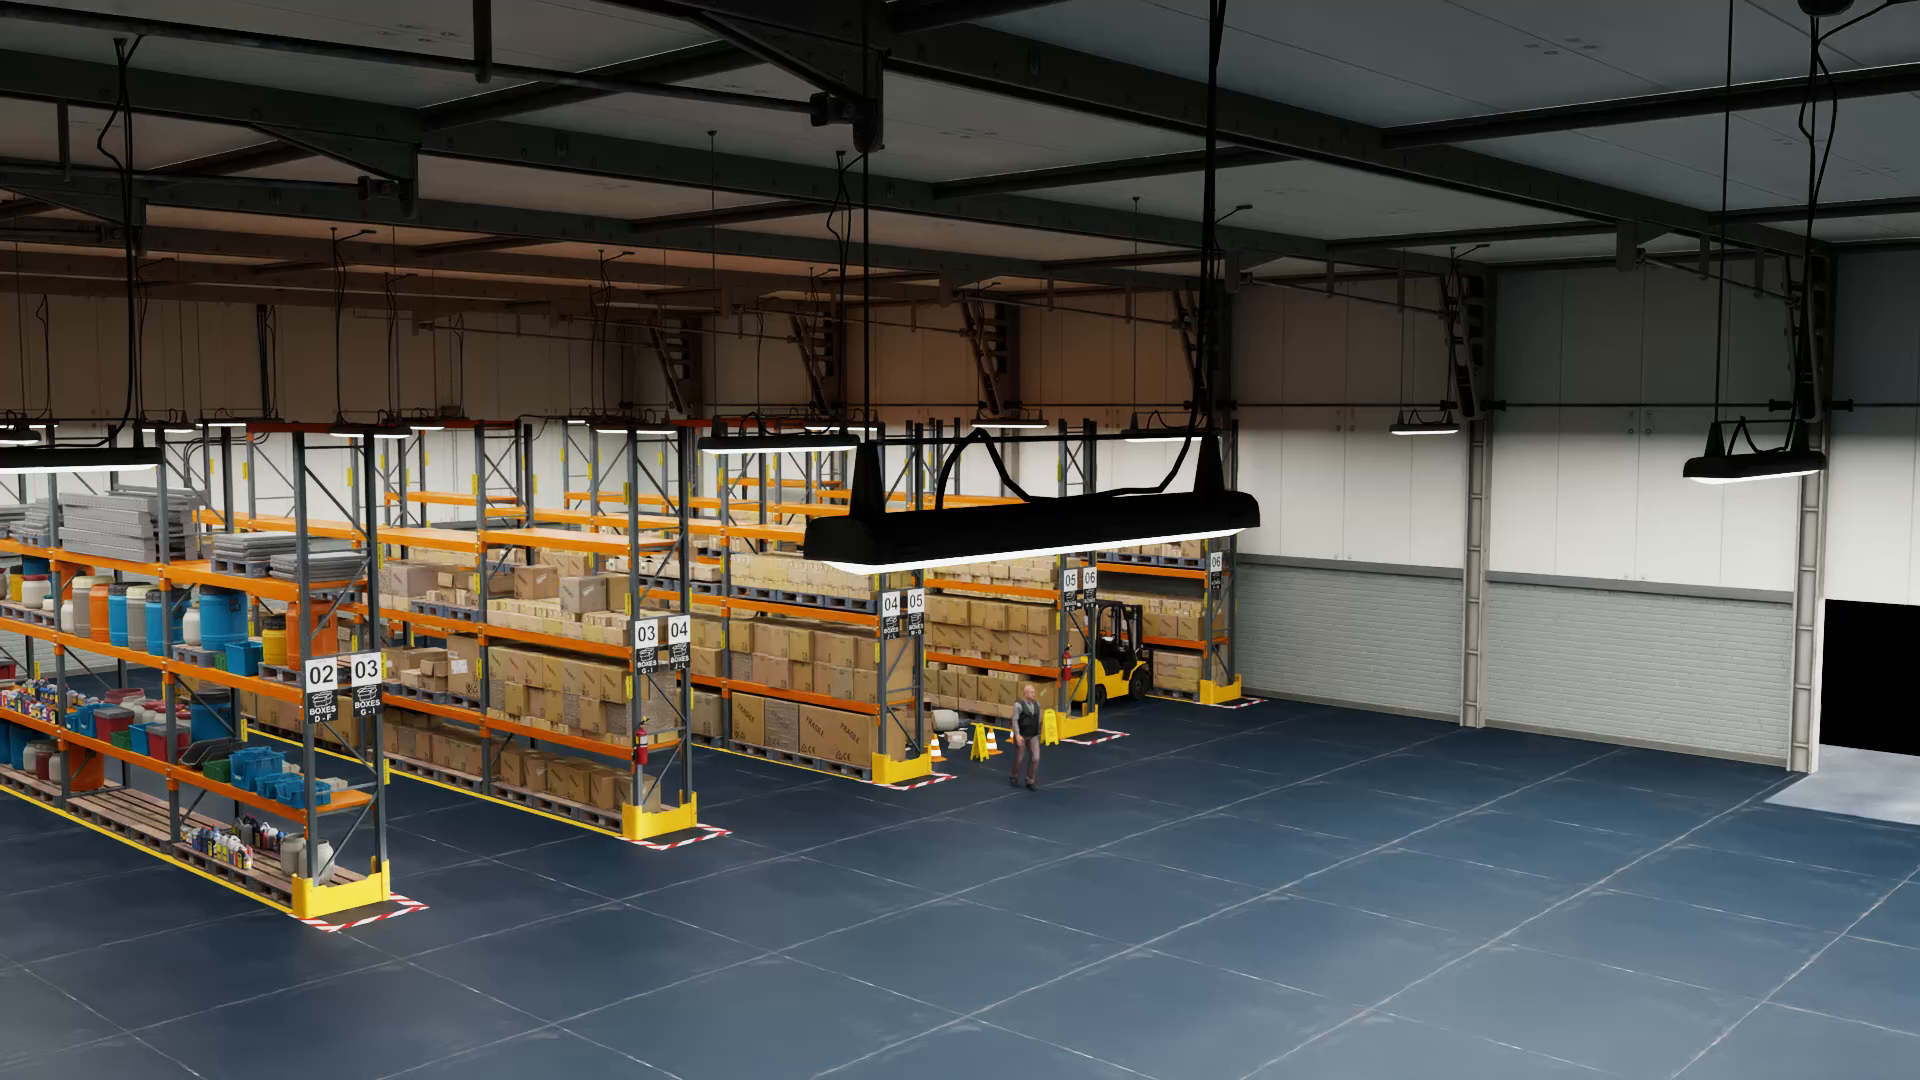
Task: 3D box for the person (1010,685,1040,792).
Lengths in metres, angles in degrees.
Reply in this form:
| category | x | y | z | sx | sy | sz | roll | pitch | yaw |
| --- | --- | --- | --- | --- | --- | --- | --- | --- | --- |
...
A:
| category | x | y | z | sx | sy | sz | roll | pitch | yaw |
| --- | --- | --- | --- | --- | --- | --- | --- | --- | --- |
| person | 1.095 | 3.257 | 27.471 | 0.610 | 1.730 | 0.721 | -3 | 6 | -33 |
